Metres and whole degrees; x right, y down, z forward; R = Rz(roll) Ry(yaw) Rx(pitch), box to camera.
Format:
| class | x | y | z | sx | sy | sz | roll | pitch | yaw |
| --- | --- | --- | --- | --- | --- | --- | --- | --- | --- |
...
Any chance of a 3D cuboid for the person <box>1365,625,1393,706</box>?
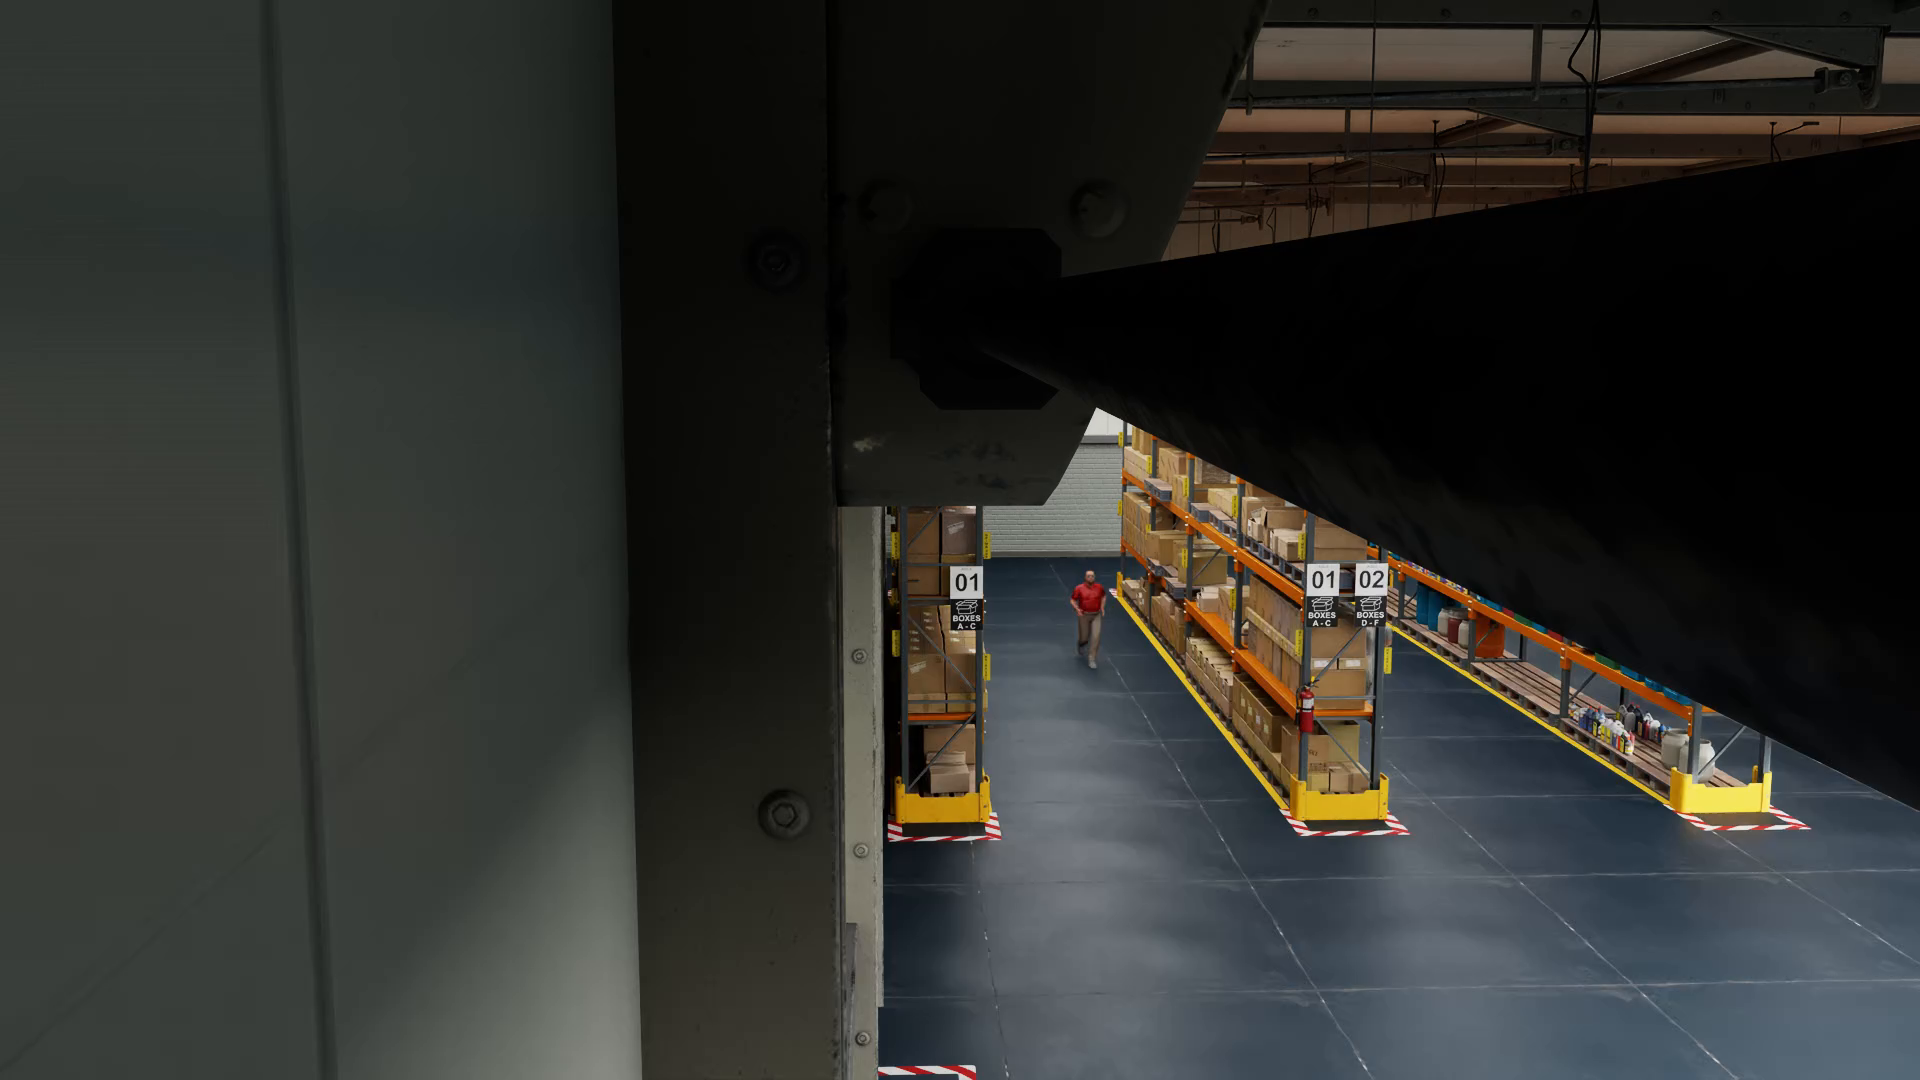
| class | x | y | z | sx | sy | sz | roll | pitch | yaw |
| --- | --- | --- | --- | --- | --- | --- | --- | --- | --- |
| person | 6.532 | 1.874 | 26.307 | 0.554 | 1.600 | 0.705 | -2 | 8 | -12 |

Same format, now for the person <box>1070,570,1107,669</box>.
| class | x | y | z | sx | sy | sz | roll | pitch | yaw |
| --- | --- | --- | --- | --- | --- | --- | --- | --- | --- |
| person | 2.286 | 1.375 | 29.422 | 0.668 | 1.711 | 0.821 | -1 | 8 | -7 |
